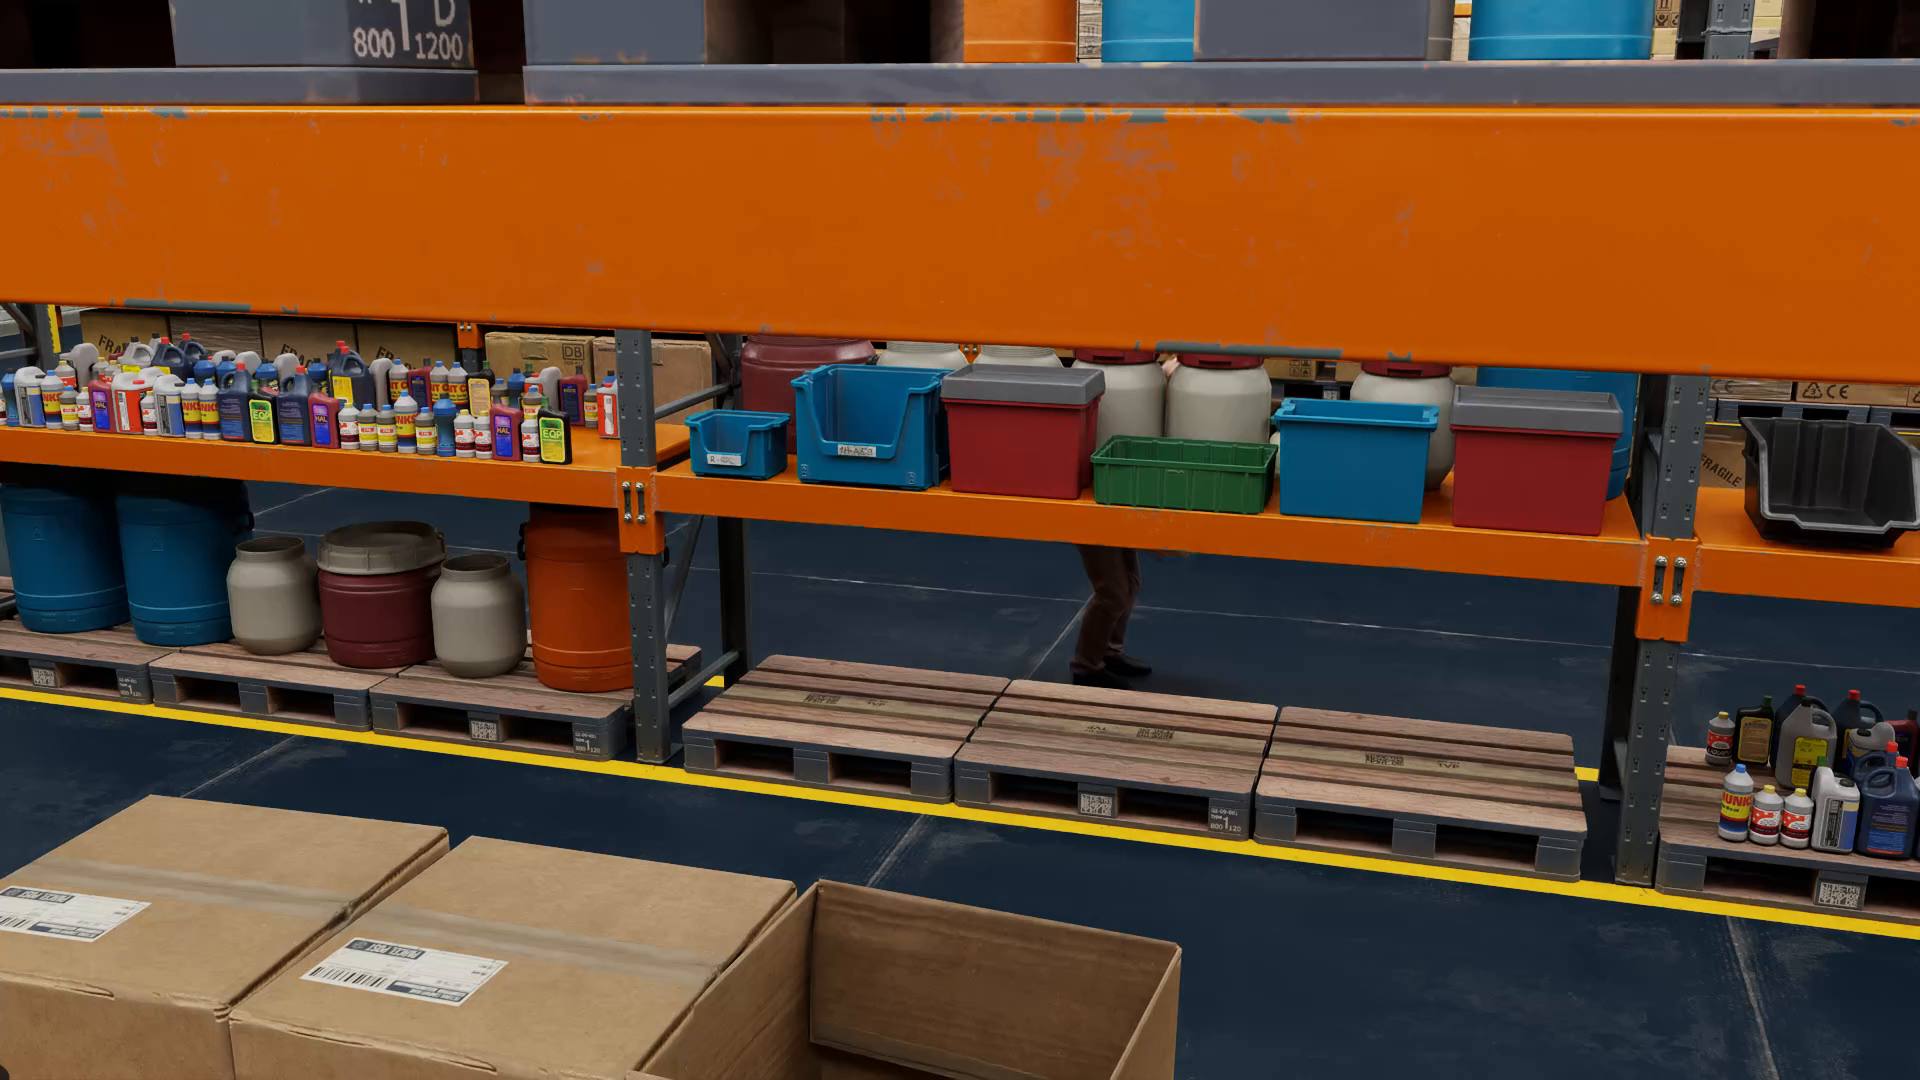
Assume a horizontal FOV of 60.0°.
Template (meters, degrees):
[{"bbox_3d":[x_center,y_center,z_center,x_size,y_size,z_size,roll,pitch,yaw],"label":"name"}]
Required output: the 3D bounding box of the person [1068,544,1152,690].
[{"bbox_3d":[0.785,-0.137,8.098,0.562,1.718,0.493,4,15,15],"label":"person"}]
